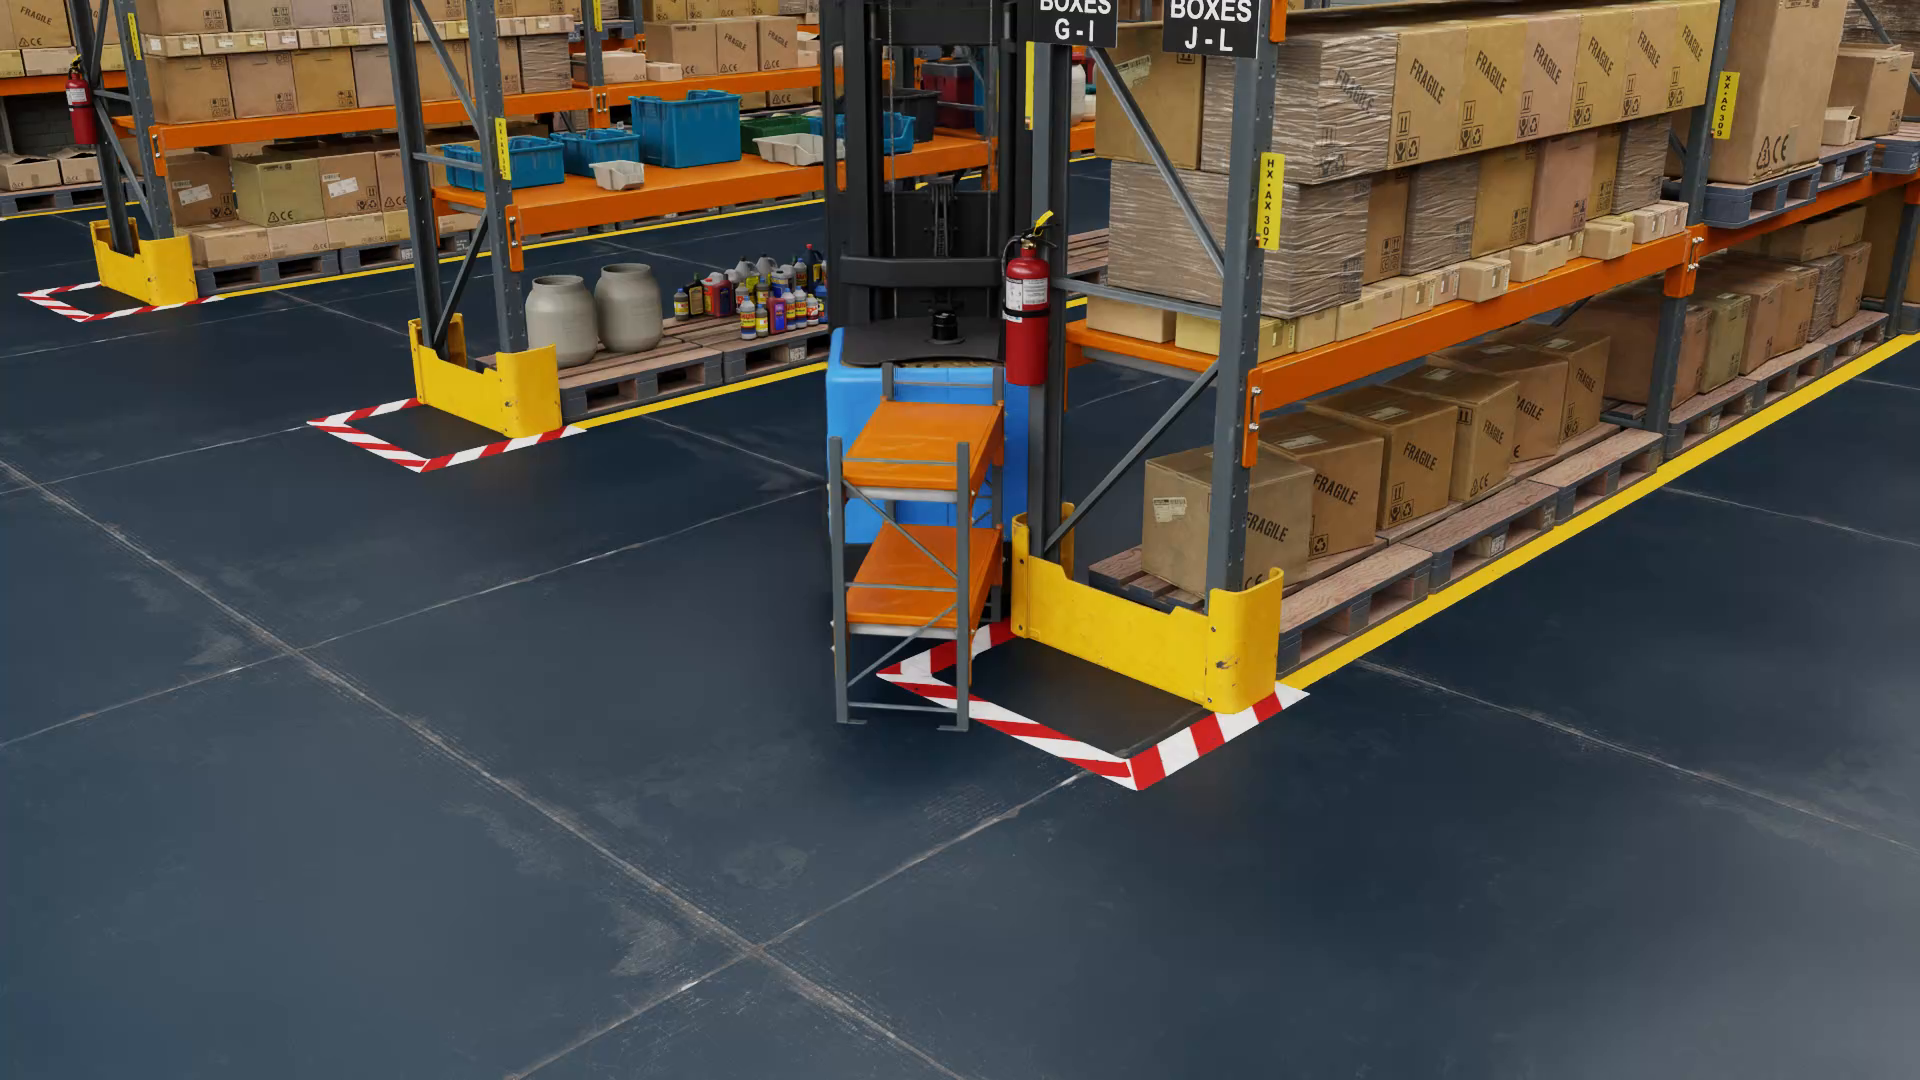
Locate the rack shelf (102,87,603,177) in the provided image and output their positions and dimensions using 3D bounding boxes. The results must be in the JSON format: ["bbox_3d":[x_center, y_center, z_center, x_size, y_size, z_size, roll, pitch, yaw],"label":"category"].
[{"bbox_3d":[-5.026,-3.554,14.144,1.077,0.370,4.000,19,28,41],"label":"rack shelf"}]

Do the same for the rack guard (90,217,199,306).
[{"bbox_3d":[-6.438,-2.203,13.110,1.175,0.500,0.348,19,28,41],"label":"rack guard"}]

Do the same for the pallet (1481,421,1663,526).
[{"bbox_3d":[3.021,-0.441,8.928,1.003,0.211,1.213,19,28,41],"label":"pallet"}]

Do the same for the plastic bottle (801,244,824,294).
[{"bbox_3d":[-1.077,-1.980,12.125,0.144,0.351,0.185,18,27,38],"label":"plastic bottle"}]

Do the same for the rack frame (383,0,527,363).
[{"bbox_3d":[-2.875,-2.135,9.450,1.000,3.000,0.127,19,28,41],"label":"rack frame"}]

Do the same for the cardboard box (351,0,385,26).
[{"bbox_3d":[-4.986,-4.554,13.794,0.700,0.500,0.500,19,28,41],"label":"cardboard box"}]

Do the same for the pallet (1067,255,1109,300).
[{"bbox_3d":[0.435,-2.074,13.175,1.003,0.211,1.213,19,28,41],"label":"pallet"}]

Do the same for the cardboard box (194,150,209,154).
[{"bbox_3d":[-8.313,-4.112,17.952,0.380,0.149,0.250,17,27,36],"label":"cardboard box"}]

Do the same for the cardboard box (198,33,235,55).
[{"bbox_3d":[-5.811,-3.841,12.844,0.380,0.149,0.250,18,28,39],"label":"cardboard box"}]

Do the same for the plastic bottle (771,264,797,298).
[{"bbox_3d":[-1.250,-1.806,11.775,0.152,0.276,0.135,19,28,41],"label":"plastic bottle"}]

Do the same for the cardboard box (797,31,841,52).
[{"bbox_3d":[-1.603,-5.210,17.572,0.500,0.311,0.500,19,28,40],"label":"cardboard box"}]

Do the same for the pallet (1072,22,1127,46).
[{"bbox_3d":[1.314,-6.193,20.274,1.003,0.211,1.213,19,28,41],"label":"pallet"}]

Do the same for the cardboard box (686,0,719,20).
[{"bbox_3d":[-3.498,-7.059,21.678,0.500,0.500,0.500,-19,28,-40],"label":"cardboard box"}]

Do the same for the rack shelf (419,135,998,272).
[{"bbox_3d":[-1.480,-2.314,10.916,1.077,0.370,4.000,19,28,41],"label":"rack shelf"}]

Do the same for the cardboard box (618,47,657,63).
[{"bbox_3d":[-3.149,-4.614,16.084,0.396,0.266,0.258,18,28,39],"label":"cardboard box"}]

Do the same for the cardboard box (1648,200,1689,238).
[{"bbox_3d":[3.525,-1.678,8.609,0.380,0.149,0.250,19,28,41],"label":"cardboard box"}]

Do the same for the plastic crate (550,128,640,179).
[{"bbox_3d":[-2.283,-2.435,10.436,0.499,0.251,0.408,19,28,41],"label":"plastic crate"}]

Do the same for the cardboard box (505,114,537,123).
[{"bbox_3d":[-5.626,-5.274,20.485,0.700,0.500,0.500,19,28,40],"label":"cardboard box"}]

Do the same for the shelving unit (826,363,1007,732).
[{"bbox_3d":[-0.143,-0.006,6.522,0.538,1.125,1.048,3,21,8],"label":"shelving unit"}]

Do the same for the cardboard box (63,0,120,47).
[{"bbox_3d":[-8.708,-5.208,16.579,0.500,0.500,0.500,18,27,39],"label":"cardboard box"}]

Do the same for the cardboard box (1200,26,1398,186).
[{"bbox_3d":[1.253,-1.621,6.164,0.500,0.500,0.500,19,28,41],"label":"cardboard box"}]

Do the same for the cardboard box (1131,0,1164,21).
[{"bbox_3d":[2.501,-6.570,20.848,0.500,0.500,0.500,-19,28,-41],"label":"cardboard box"}]

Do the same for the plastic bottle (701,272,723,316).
[{"bbox_3d":[-1.713,-1.709,11.524,0.152,0.276,0.135,20,28,41],"label":"plastic bottle"}]

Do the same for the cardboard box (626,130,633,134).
[{"bbox_3d":[-3.195,-3.890,16.480,0.500,0.311,0.500,-19,28,-41],"label":"cardboard box"}]

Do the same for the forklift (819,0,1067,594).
[{"bbox_3d":[-0.110,-1.606,8.168,1.130,2.935,3.031,-1,21,-2],"label":"forklift"}]

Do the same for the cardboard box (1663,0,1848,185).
[{"bbox_3d":[4.119,-2.569,9.157,1.000,1.000,1.000,19,28,41],"label":"cardboard box"}]

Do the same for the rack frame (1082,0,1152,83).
[{"bbox_3d":[1.950,-6.461,20.703,1.000,3.000,0.127,19,28,41],"label":"rack frame"}]

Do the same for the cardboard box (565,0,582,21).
[{"bbox_3d":[-5.084,-6.650,20.442,0.700,0.500,0.500,16,26,36],"label":"cardboard box"}]

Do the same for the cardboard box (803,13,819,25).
[{"bbox_3d":[-2.149,-7.225,23.014,0.380,0.149,0.250,19,28,41],"label":"cardboard box"}]

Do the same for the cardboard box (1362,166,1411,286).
[{"bbox_3d":[1.340,-1.374,6.916,0.875,0.500,0.500,19,28,41],"label":"cardboard box"}]

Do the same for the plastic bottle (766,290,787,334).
[{"bbox_3d":[-1.216,-1.515,11.007,0.133,0.283,0.061,-20,28,-41],"label":"plastic bottle"}]

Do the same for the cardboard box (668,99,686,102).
[{"bbox_3d":[-3.785,-6.020,21.968,0.750,0.750,0.750,19,28,40],"label":"cardboard box"}]

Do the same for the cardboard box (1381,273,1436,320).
[{"bbox_3d":[1.756,-1.044,6.960,0.380,0.149,0.250,19,28,41],"label":"cardboard box"}]

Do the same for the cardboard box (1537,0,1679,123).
[{"bbox_3d":[2.999,-2.263,7.833,0.500,0.500,0.500,19,28,41],"label":"cardboard box"}]

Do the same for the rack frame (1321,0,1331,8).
[{"bbox_3d":[4.740,-7.489,23.378,1.000,3.000,0.127,19,28,41],"label":"rack frame"}]

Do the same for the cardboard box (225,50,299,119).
[{"bbox_3d":[-5.724,-3.676,13.318,0.500,0.500,0.700,-19,28,-41],"label":"cardboard box"}]

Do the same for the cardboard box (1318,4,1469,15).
[{"bbox_3d":[1.930,-2.136,7.502,0.500,0.500,0.500,19,28,41],"label":"cardboard box"}]

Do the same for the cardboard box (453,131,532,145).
[{"bbox_3d":[-4.155,-3.367,14.857,0.500,0.500,0.500,19,28,41],"label":"cardboard box"}]

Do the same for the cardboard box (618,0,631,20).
[{"bbox_3d":[-4.252,-7.054,21.664,0.500,0.500,0.500,19,28,41],"label":"cardboard box"}]

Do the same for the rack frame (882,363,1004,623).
[{"bbox_3d":[-0.071,-0.187,6.992,0.500,1.125,0.032,3,21,8],"label":"rack frame"}]

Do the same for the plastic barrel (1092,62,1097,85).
[{"bbox_3d":[1.252,-3.607,13.088,0.433,0.535,0.433,0,21,0],"label":"plastic barrel"}]

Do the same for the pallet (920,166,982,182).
[{"bbox_3d":[-0.293,-4.313,19.003,1.003,0.211,1.213,19,28,41],"label":"pallet"}]

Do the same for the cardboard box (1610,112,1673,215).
[{"bbox_3d":[3.106,-2.009,8.568,0.875,0.500,0.500,19,28,41],"label":"cardboard box"}]

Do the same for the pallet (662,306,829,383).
[{"bbox_3d":[-1.434,-1.385,11.383,1.003,0.211,1.213,19,28,41],"label":"pallet"}]

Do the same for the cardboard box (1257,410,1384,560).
[{"bbox_3d":[1.514,-0.244,7.426,0.500,0.500,0.500,-12,24,-28],"label":"cardboard box"}]

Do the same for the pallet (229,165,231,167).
[{"bbox_3d":[-7.626,-4.160,18.604,1.003,0.211,1.213,19,28,41],"label":"pallet"}]

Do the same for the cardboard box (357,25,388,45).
[{"bbox_3d":[-4.921,-4.168,13.693,0.380,0.149,0.250,20,28,41],"label":"cardboard box"}]

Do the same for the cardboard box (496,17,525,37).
[{"bbox_3d":[-4.022,-4.499,14.556,0.380,0.149,0.250,18,28,39],"label":"cardboard box"}]

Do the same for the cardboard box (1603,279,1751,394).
[{"bbox_3d":[4.254,-1.233,9.972,0.700,0.500,0.500,19,28,40],"label":"cardboard box"}]

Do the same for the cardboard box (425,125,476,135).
[{"bbox_3d":[-4.522,-3.496,15.190,0.500,0.500,0.500,19,28,41],"label":"cardboard box"}]

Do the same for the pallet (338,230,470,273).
[{"bbox_3d":[-5.067,-2.594,14.528,1.003,0.211,1.213,19,28,41],"label":"pallet"}]

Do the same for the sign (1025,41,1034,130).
[{"bbox_3d":[0.290,-1.728,6.335,0.100,0.325,0.005,19,28,41],"label":"sign"}]

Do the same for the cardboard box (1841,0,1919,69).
[{"bbox_3d":[6.776,-3.651,11.855,0.637,0.503,0.797,-19,28,-40],"label":"cardboard box"}]

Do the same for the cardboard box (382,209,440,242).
[{"bbox_3d":[-4.840,-2.756,14.311,0.500,0.250,0.500,19,28,41],"label":"cardboard box"}]

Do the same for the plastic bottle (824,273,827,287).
[{"bbox_3d":[-0.879,-1.717,11.533,0.061,0.283,0.133,19,28,41],"label":"plastic bottle"}]

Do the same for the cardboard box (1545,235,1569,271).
[{"bbox_3d":[2.617,-1.369,7.806,0.380,0.149,0.250,19,28,41],"label":"cardboard box"}]

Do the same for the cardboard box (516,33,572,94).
[{"bbox_3d":[-3.936,-4.335,15.034,0.700,0.500,0.500,18,28,39],"label":"cardboard box"}]
